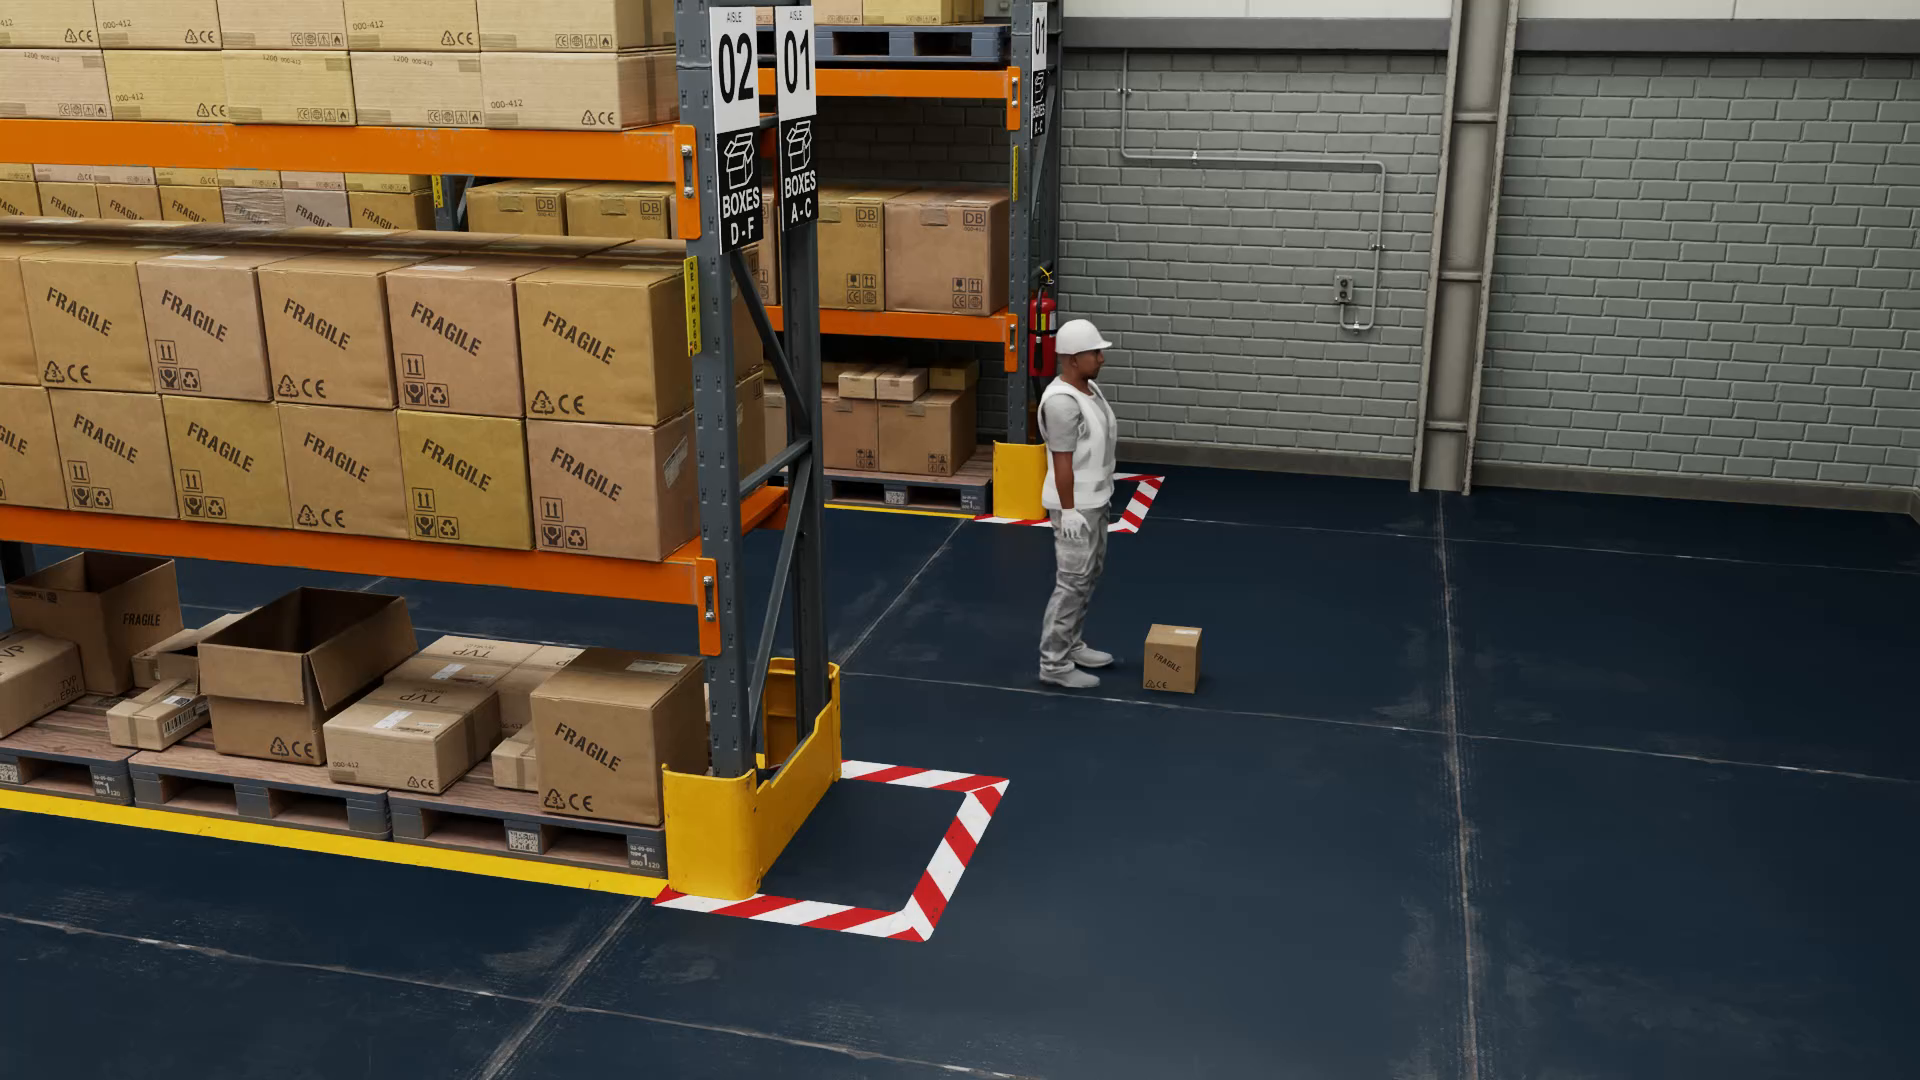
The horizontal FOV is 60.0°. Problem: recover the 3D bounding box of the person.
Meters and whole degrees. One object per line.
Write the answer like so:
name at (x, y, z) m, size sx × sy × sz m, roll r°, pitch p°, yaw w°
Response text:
person at (0.576, -0.180, 8.103) m, size 0.356 × 1.795 × 0.545 m, roll 5°, pitch 19°, yaw 15°
